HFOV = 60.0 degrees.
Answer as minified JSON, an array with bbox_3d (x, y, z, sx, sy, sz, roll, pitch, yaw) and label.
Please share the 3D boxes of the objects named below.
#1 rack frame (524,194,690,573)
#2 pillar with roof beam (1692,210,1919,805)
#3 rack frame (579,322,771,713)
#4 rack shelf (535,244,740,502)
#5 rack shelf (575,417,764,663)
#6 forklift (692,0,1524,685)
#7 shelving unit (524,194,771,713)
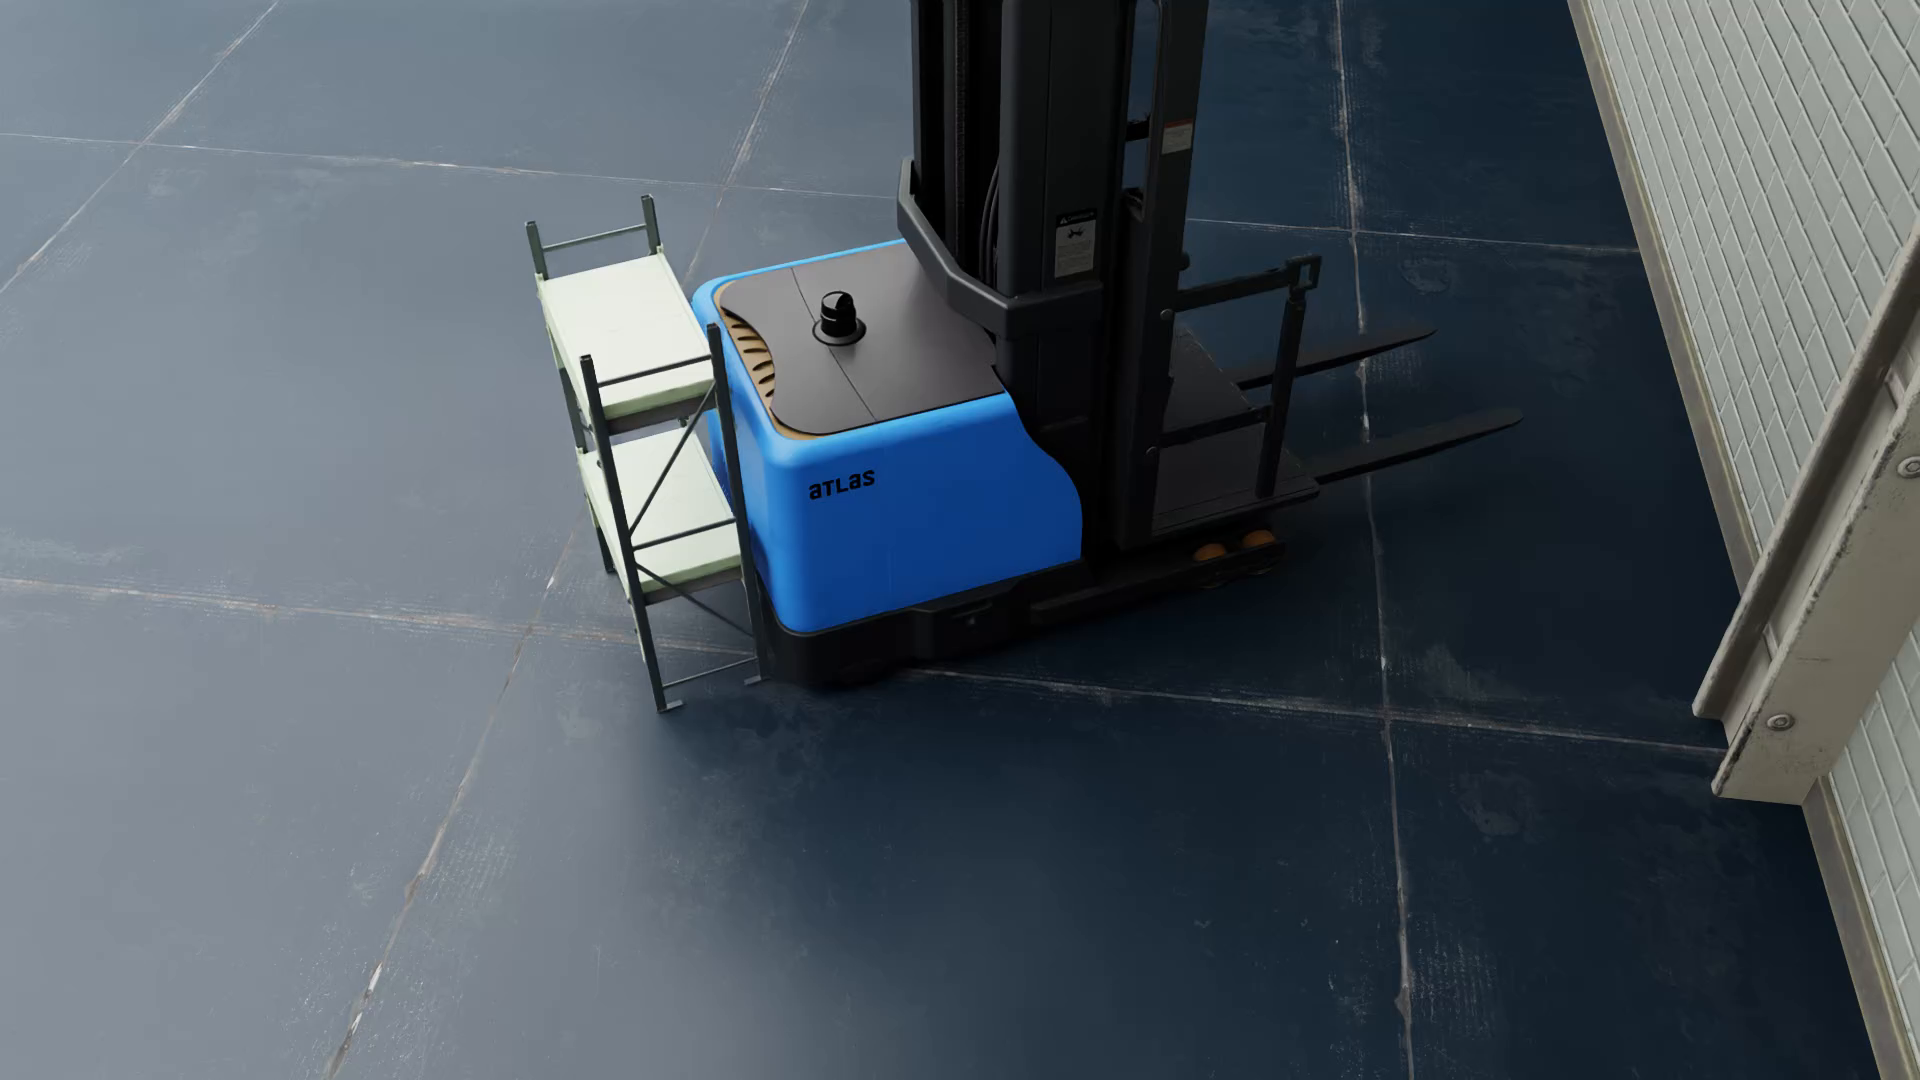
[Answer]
[{"bbox_3d":[-1.134,-0.481,5.661,0.400,1.500,0.023,-17,46,-15],"label":"rack frame"},{"bbox_3d":[-1.650,-2.952,2.823,9.100,9.000,0.400,5,44,6],"label":"pillar with roof beam"},{"bbox_3d":[-0.855,-0.016,5.169,0.400,1.500,0.023,-17,46,-15],"label":"rack frame"},{"bbox_3d":[-1.001,-0.530,5.145,0.431,0.370,0.720,-17,46,-15],"label":"rack shelf"},{"bbox_3d":[-0.989,-0.013,5.641,0.431,0.370,0.720,-17,46,-15],"label":"rack shelf"},{"bbox_3d":[0.652,-1.214,5.400,3.031,2.935,1.130,-15,45,-15],"label":"forklift"},{"bbox_3d":[-0.995,-0.248,5.415,0.431,1.500,0.755,-17,46,-15],"label":"shelving unit"}]
